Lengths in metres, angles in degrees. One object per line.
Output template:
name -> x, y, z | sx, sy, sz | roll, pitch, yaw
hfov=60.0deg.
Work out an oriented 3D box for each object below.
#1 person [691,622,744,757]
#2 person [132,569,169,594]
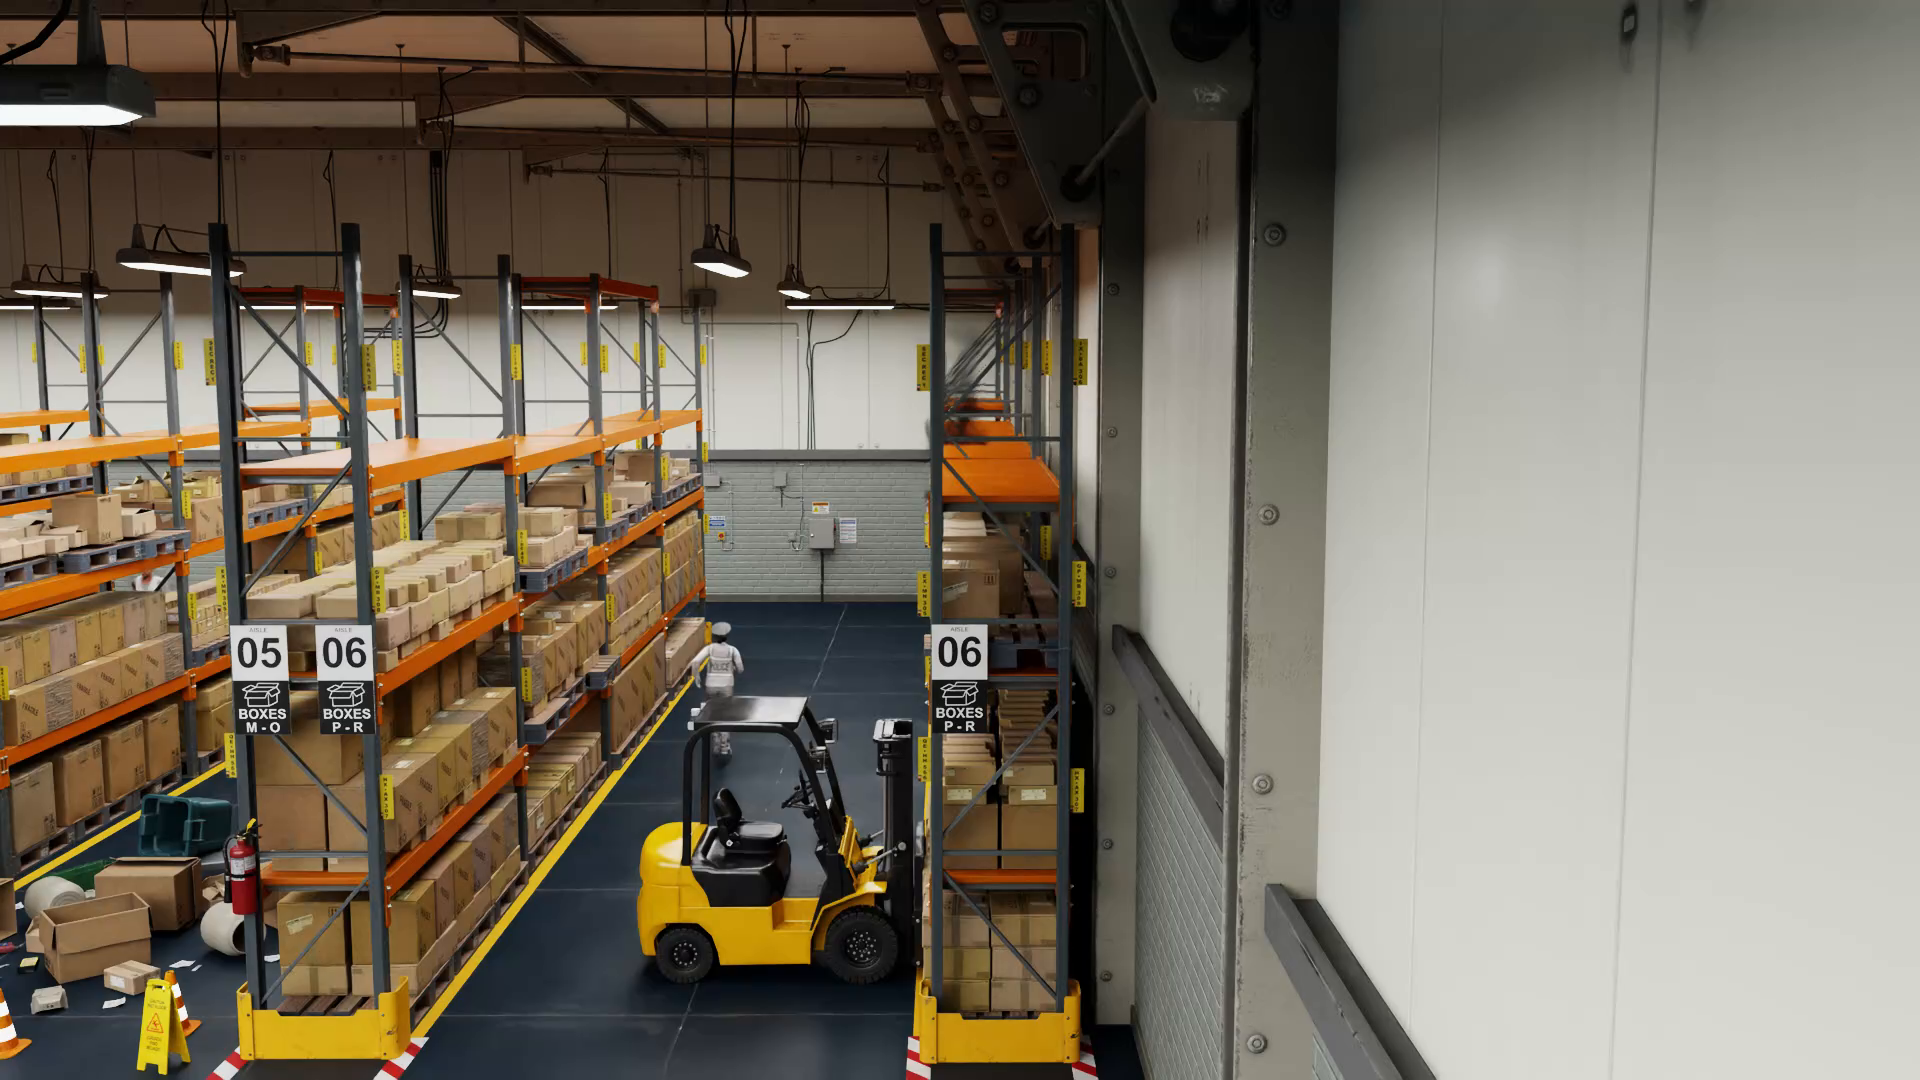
person -> -3.033, 1.898, 20.887 | 0.621, 1.725, 0.856 | 0, 7, 1
person -> -12.894, 1.210, 26.512 | 0.586, 1.824, 0.868 | -2, 7, -15
